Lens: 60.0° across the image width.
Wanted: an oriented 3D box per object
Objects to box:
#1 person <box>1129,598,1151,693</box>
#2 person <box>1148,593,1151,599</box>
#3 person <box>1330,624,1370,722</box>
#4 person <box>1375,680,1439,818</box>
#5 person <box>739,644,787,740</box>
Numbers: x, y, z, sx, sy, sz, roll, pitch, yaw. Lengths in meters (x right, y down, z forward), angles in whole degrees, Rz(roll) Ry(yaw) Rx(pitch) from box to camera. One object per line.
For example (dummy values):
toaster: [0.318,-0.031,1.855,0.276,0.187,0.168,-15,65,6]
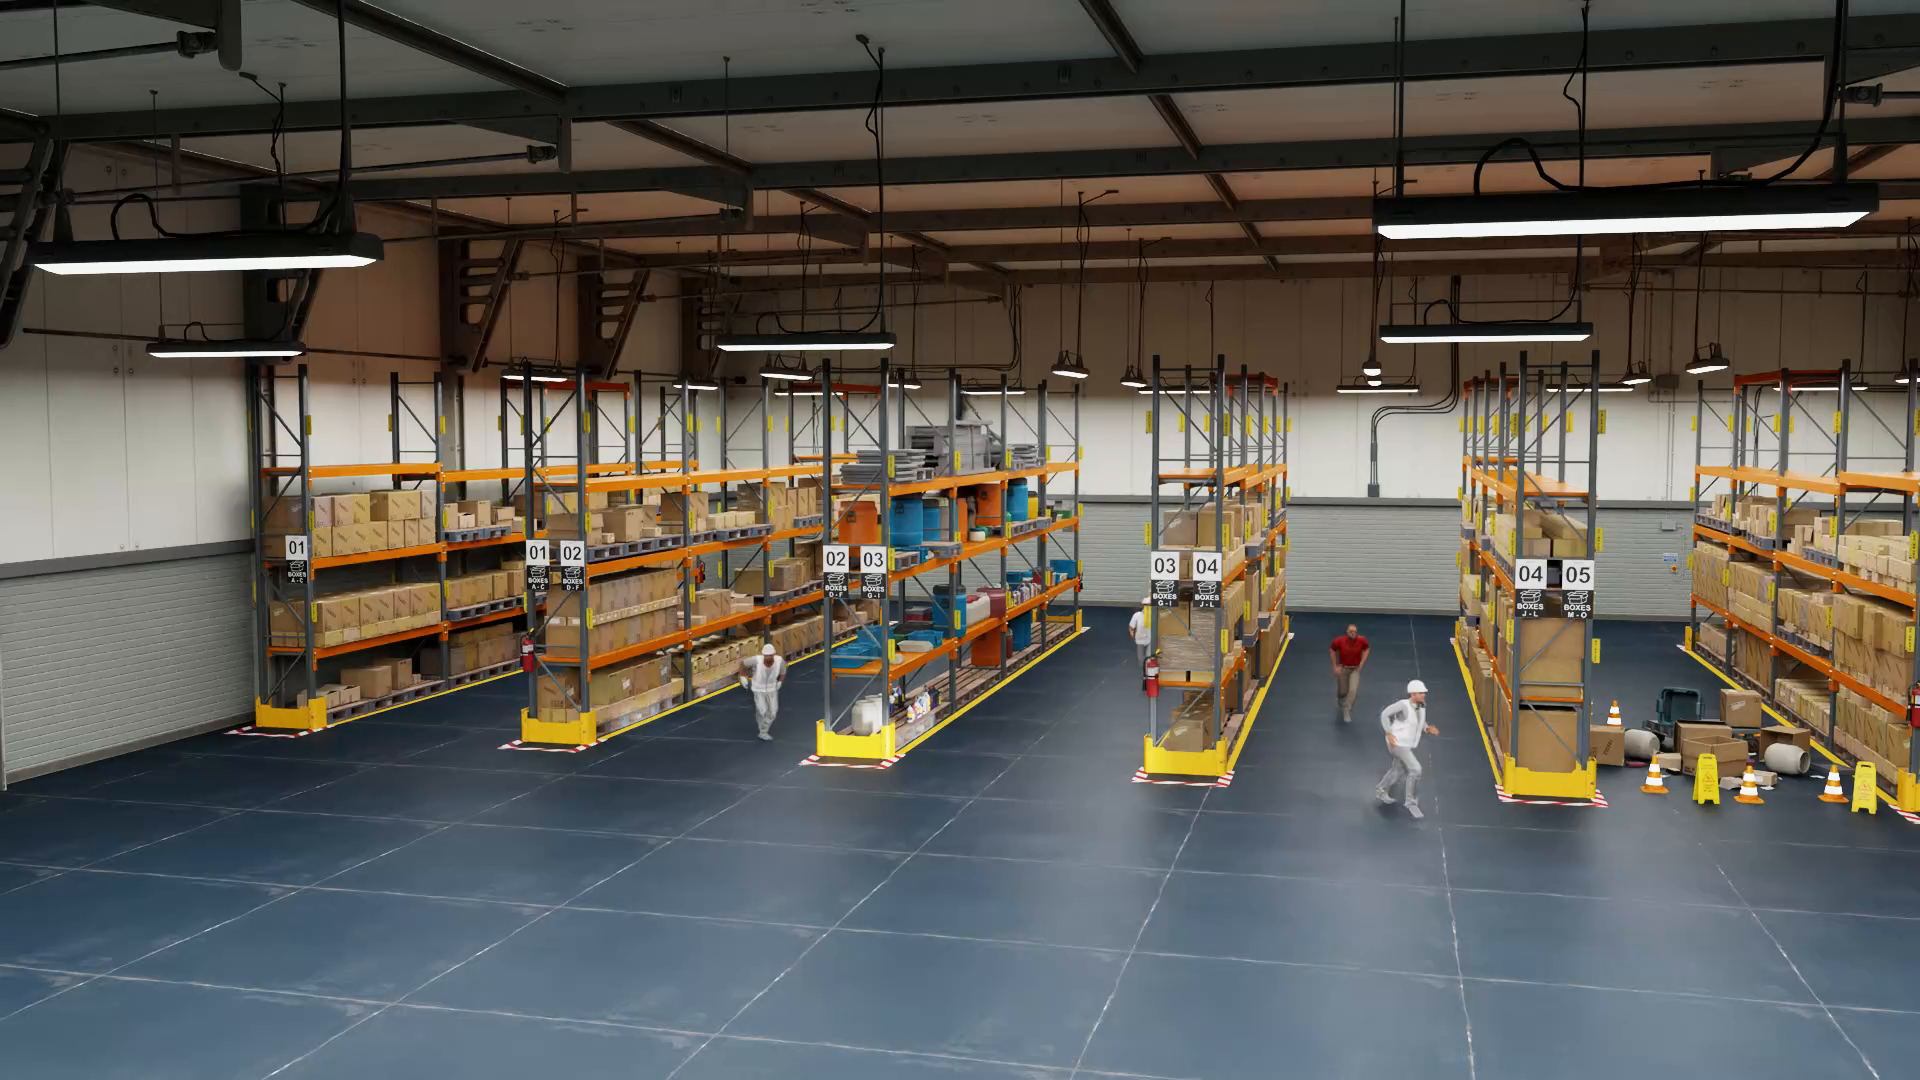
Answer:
person: [3.545,1.960,31.434,0.709,1.762,0.825,1,4,12]
person: [4.343,1.662,35.509,0.680,1.839,0.842,0,4,7]
person: [6.634,2.244,28.418,0.664,1.686,0.881,0,4,0]
person: [5.721,2.668,21.523,0.677,1.771,0.912,-3,5,-39]
person: [-3.099,2.402,26.213,0.715,1.590,0.820,-1,4,-18]
